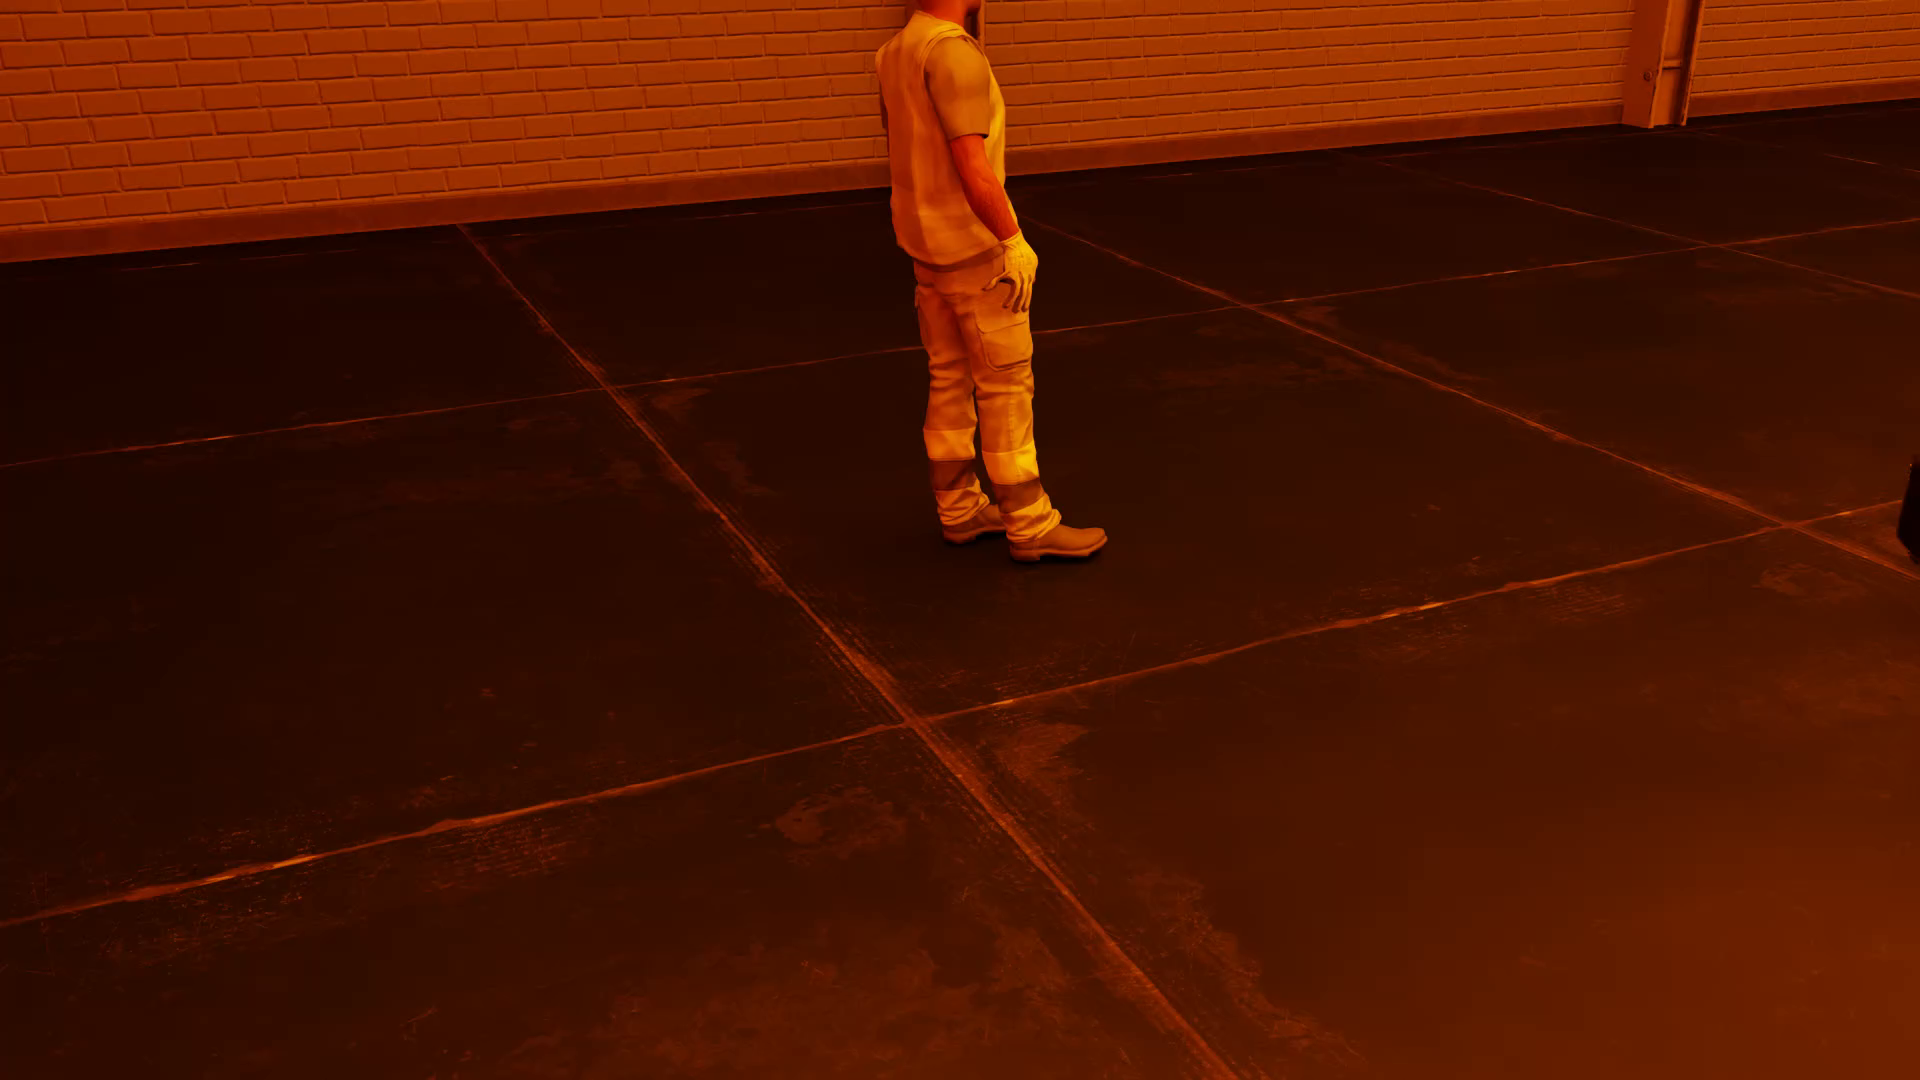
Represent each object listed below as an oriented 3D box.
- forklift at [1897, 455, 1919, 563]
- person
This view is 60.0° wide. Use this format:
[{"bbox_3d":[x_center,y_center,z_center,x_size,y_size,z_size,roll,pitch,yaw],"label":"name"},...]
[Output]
[{"bbox_3d":[4.188,-1.022,3.747,3.031,2.935,1.130,4,23,10],"label":"forklift"},{"bbox_3d":[0.078,-0.842,4.784,0.562,1.789,0.638,-10,25,-23],"label":"person"}]
